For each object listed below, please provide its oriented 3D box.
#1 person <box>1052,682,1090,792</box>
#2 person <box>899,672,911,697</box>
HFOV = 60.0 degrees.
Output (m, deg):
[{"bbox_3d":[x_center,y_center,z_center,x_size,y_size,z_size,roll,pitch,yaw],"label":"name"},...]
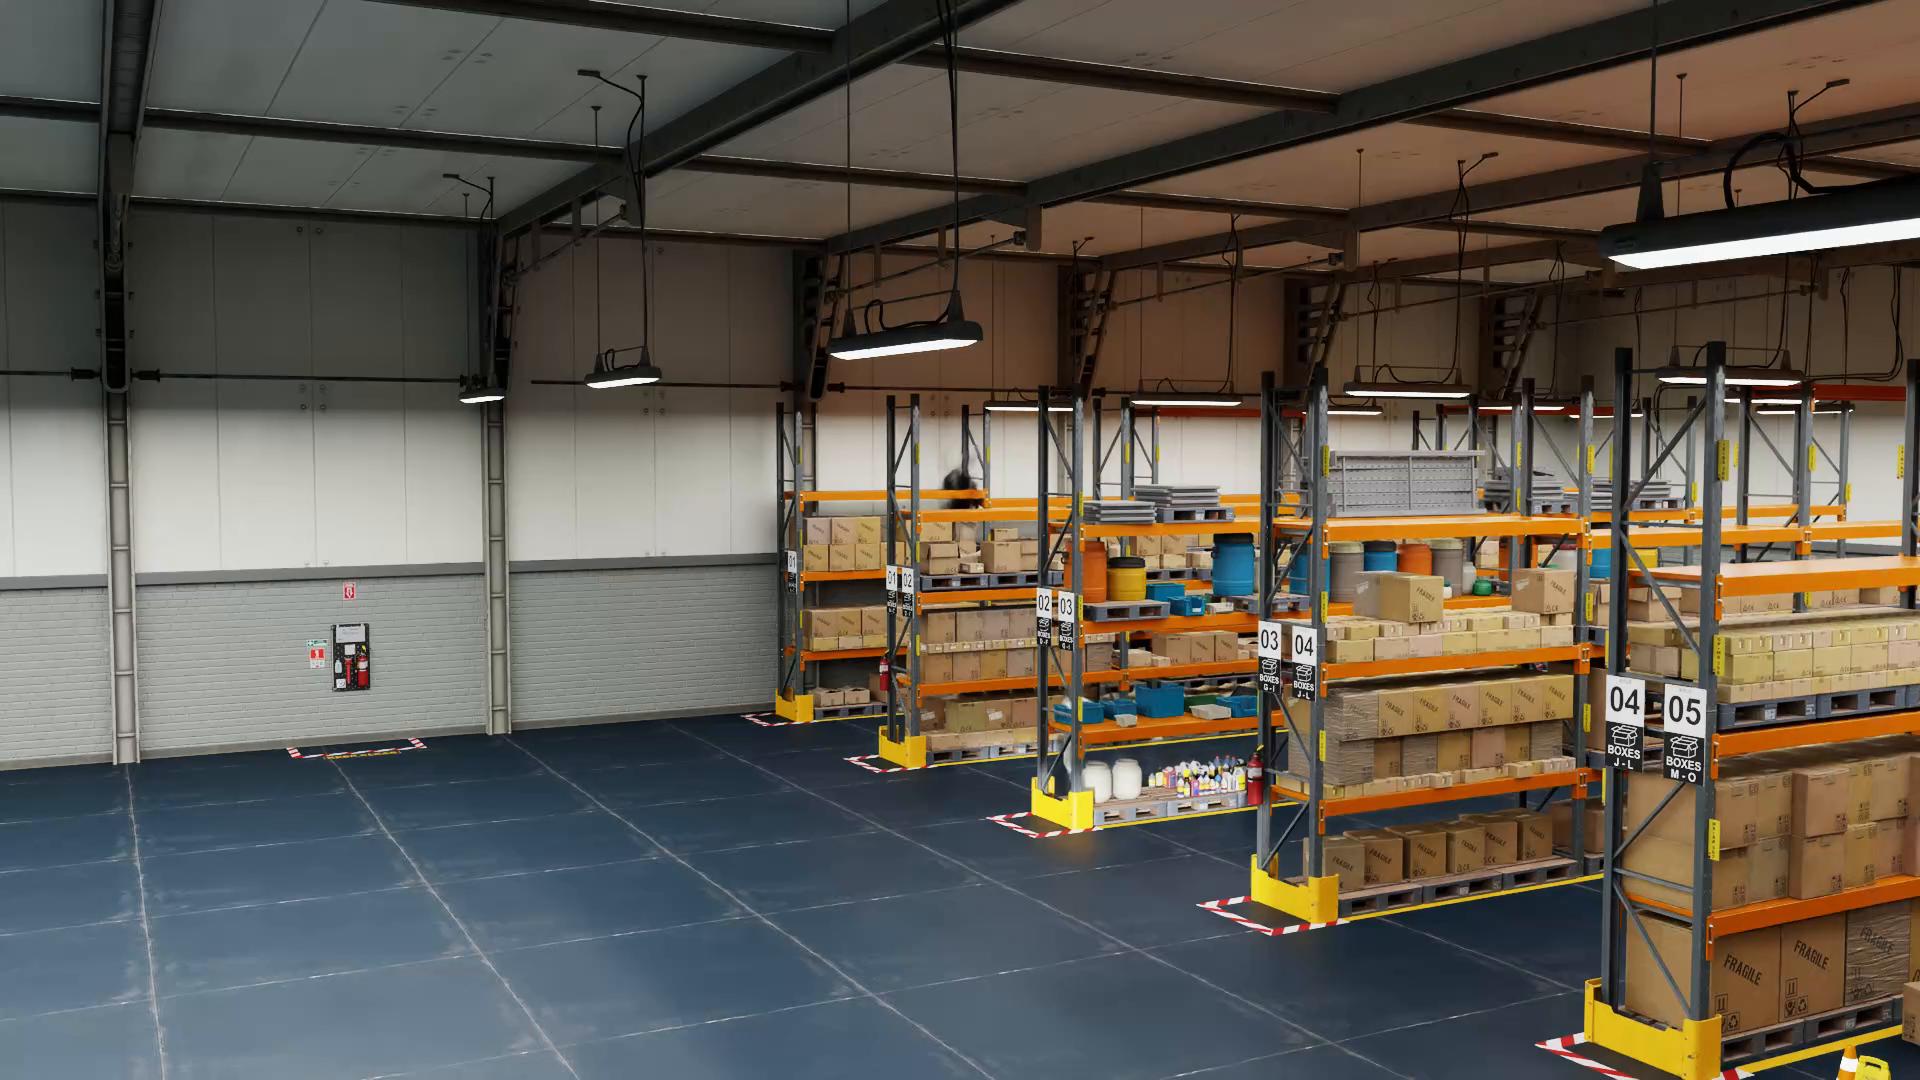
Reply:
[{"bbox_3d":[1.673,2.943,24.792,0.661,1.695,0.586,-2,4,-36],"label":"person"},{"bbox_3d":[-0.758,2.670,29.196,0.684,1.734,0.592,-2,4,-36],"label":"person"}]
